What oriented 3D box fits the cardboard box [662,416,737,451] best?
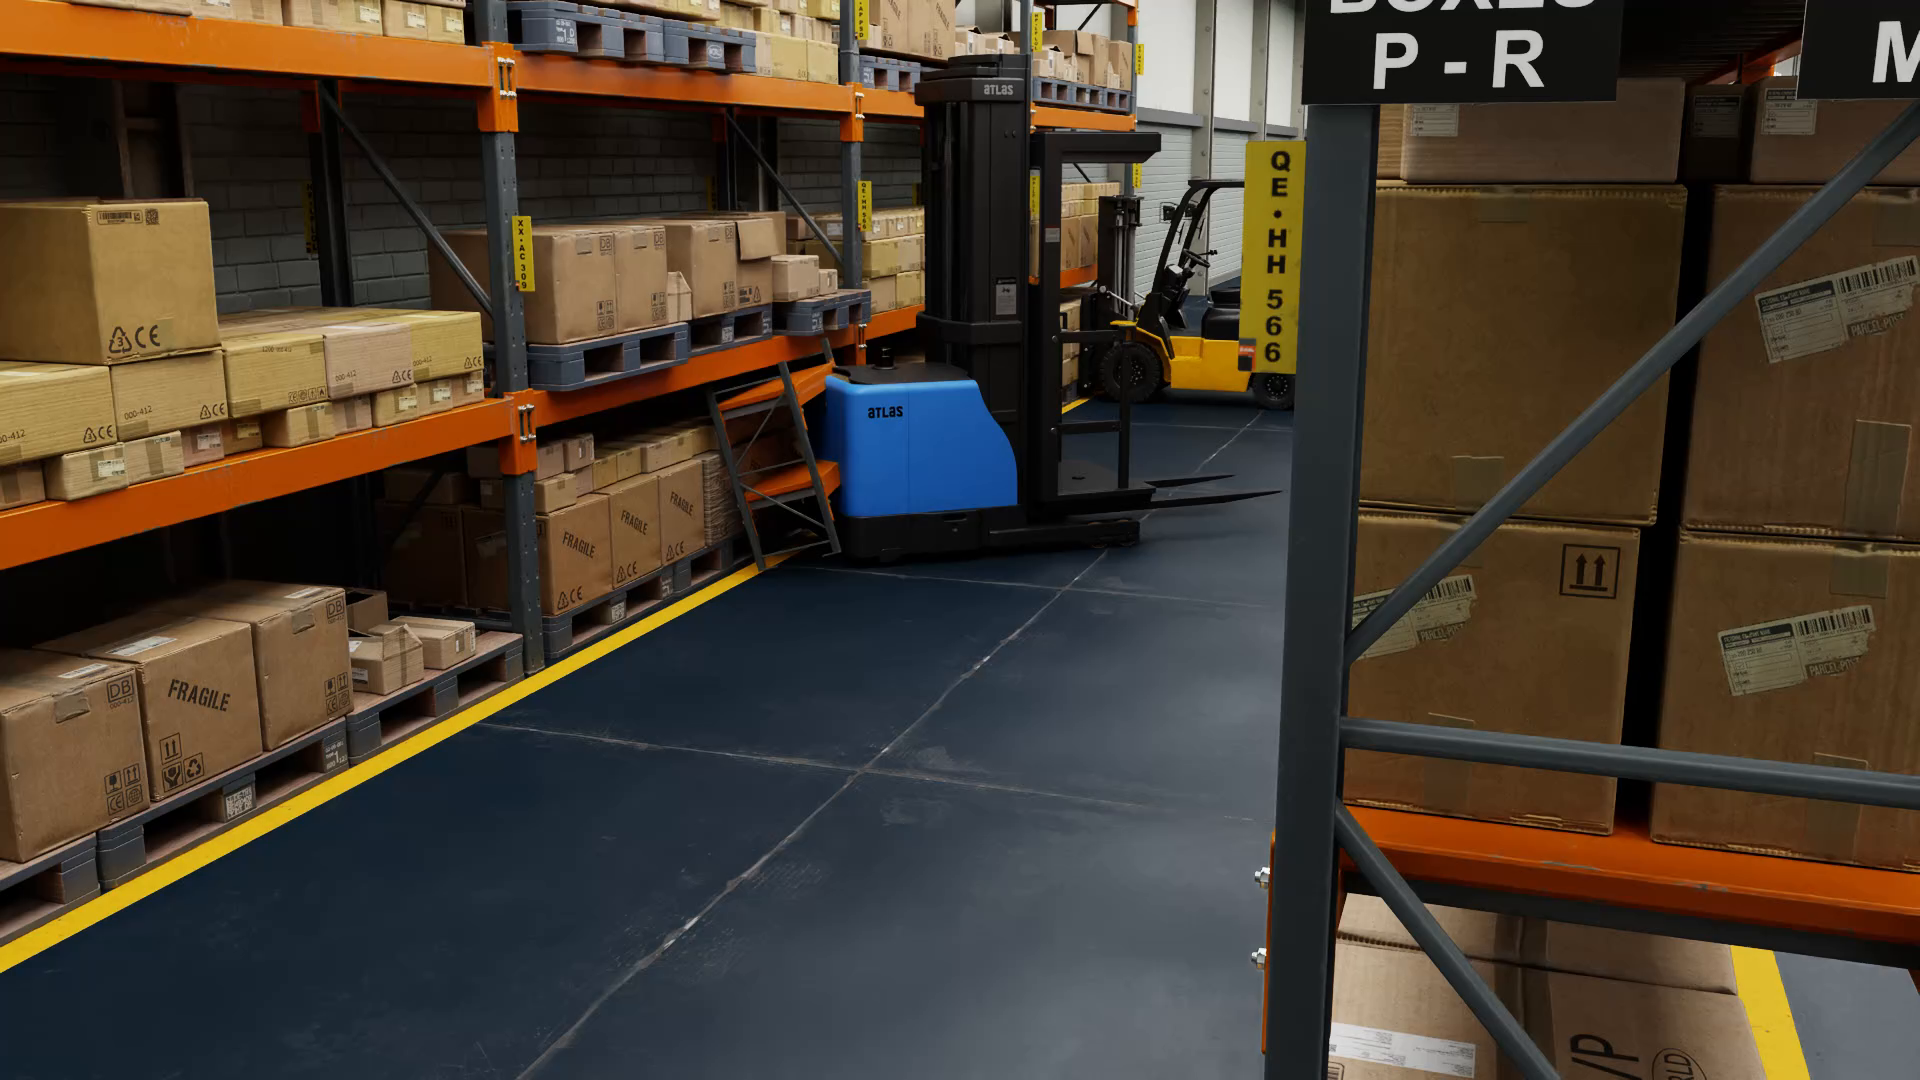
[{"bbox_3d":[-1.525,-0.622,9.688,0.380,0.149,0.250,4,13,16],"label":"cardboard box"}]

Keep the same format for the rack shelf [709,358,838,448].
[{"bbox_3d":[-1.060,-0.807,9.816,0.538,0.278,1.000,-13,12,12],"label":"rack shelf"}]

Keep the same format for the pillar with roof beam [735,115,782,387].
[{"bbox_3d":[2.493,-4.673,10.740,9.100,9.000,0.400,4,14,18],"label":"pillar with roof beam"}]

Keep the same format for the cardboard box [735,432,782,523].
[{"bbox_3d":[-1.421,-0.386,10.111,0.500,0.500,0.500,5,14,21],"label":"cardboard box"}]

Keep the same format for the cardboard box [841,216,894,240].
[{"bbox_3d":[-0.682,-2.186,11.643,0.380,0.149,0.250,5,14,20],"label":"cardboard box"}]

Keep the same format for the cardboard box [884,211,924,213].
[{"bbox_3d":[-0.367,-2.464,12.861,0.380,0.149,0.250,4,14,18],"label":"cardboard box"}]

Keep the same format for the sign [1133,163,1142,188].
[{"bbox_3d":[1.948,-4.042,18.320,0.100,0.325,0.005,4,14,18],"label":"sign"}]

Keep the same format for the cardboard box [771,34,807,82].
[{"bbox_3d":[-1.248,-2.877,9.948,0.500,0.250,0.500,4,14,19],"label":"cardboard box"}]

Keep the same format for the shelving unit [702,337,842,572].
[{"bbox_3d":[-0.984,-0.531,9.874,0.538,1.125,1.048,-13,12,12],"label":"shelving unit"}]

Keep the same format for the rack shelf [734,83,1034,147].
[{"bbox_3d":[-0.502,-3.252,12.870,1.077,0.370,4.000,4,14,18],"label":"rack shelf"}]

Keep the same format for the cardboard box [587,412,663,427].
[{"bbox_3d":[-1.981,-0.658,9.846,0.380,0.149,0.250,4,14,19],"label":"cardboard box"}]

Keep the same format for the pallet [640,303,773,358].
[{"bbox_3d":[-1.774,-1.216,9.505,1.003,0.211,1.213,4,14,18],"label":"pallet"}]

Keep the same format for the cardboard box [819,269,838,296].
[{"bbox_3d":[-0.999,-1.635,10.533,0.380,0.149,0.250,5,14,19],"label":"cardboard box"}]

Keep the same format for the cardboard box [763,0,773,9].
[{"bbox_3d":[-1.326,-3.196,9.782,0.380,0.149,0.250,4,13,18],"label":"cardboard box"}]

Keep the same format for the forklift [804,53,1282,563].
[{"bbox_3d":[0.582,-1.479,10.383,3.031,2.935,1.130,-5,14,-21],"label":"forklift"}]

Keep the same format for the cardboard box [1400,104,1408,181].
[{"bbox_3d":[0.946,-0.676,2.778,0.380,0.149,0.250,5,14,19],"label":"cardboard box"}]

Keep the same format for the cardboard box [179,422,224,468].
[{"bbox_3d":[-2.824,-0.346,5.825,0.380,0.149,0.250,4,14,18],"label":"cardboard box"}]

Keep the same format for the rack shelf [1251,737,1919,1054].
[{"bbox_3d":[1.607,0.251,4.262,1.077,0.370,4.000,4,14,18],"label":"rack shelf"}]

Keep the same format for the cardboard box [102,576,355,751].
[{"bbox_3d":[-2.801,0.462,6.399,0.700,0.500,0.500,4,13,16],"label":"cardboard box"}]

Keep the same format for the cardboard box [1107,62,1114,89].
[{"bbox_3d":[1.376,-4.804,17.188,0.396,0.266,0.258,4,14,19],"label":"cardboard box"}]

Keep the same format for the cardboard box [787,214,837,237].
[{"bbox_3d":[-1.115,-2.280,12.056,0.380,0.149,0.250,4,14,18],"label":"cardboard box"}]

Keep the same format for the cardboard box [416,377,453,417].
[{"bbox_3d":[-2.371,-0.613,6.996,0.380,0.149,0.250,5,14,20],"label":"cardboard box"}]

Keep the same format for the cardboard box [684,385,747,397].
[{"bbox_3d":[-1.613,-0.934,11.055,0.380,0.149,0.250,5,14,21],"label":"cardboard box"}]

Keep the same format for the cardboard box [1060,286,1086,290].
[{"bbox_3d":[1.105,-2.668,18.423,0.500,0.250,0.500,4,13,18],"label":"cardboard box"}]

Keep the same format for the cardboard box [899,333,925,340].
[{"bbox_3d":[-0.013,-1.498,14.702,0.875,0.625,0.625,5,14,21],"label":"cardboard box"}]

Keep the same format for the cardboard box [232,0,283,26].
[{"bbox_3d":[-2.656,-1.907,5.926,0.380,0.149,0.250,5,14,20],"label":"cardboard box"}]

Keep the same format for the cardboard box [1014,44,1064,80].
[{"bbox_3d":[0.645,-4.391,15.278,0.500,0.311,0.500,5,14,20],"label":"cardboard box"}]

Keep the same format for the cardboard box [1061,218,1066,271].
[{"bbox_3d":[0.688,-2.796,15.770,0.500,0.500,0.500,5,14,19],"label":"cardboard box"}]

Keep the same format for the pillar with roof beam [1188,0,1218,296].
[{"bbox_3d":[8.317,-8.463,27.345,9.100,9.000,0.400,4,14,18],"label":"pillar with roof beam"}]

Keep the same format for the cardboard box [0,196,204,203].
[{"bbox_3d":[-3.177,-1.020,6.199,0.500,0.500,0.500,4,13,17],"label":"cardboard box"}]

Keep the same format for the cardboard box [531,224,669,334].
[{"bbox_3d":[-1.908,-1.325,8.385,0.700,0.500,0.500,5,14,19],"label":"cardboard box"}]

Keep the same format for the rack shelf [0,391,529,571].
[{"bbox_3d":[-3.091,-0.105,5.824,1.077,0.370,4.000,4,14,18],"label":"rack shelf"}]

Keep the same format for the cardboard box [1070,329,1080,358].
[{"bbox_3d":[0.928,-1.960,16.447,0.500,0.250,0.500,4,14,18],"label":"cardboard box"}]

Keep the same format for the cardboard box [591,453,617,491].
[{"bbox_3d":[-1.987,-0.354,8.515,0.380,0.149,0.250,4,13,15],"label":"cardboard box"}]

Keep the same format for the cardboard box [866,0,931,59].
[{"bbox_3d":[-0.616,-3.732,11.965,0.700,0.500,0.500,4,13,17],"label":"cardboard box"}]

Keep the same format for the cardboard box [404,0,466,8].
[{"bbox_3d":[-2.363,-2.292,6.715,0.500,0.250,0.500,4,14,19],"label":"cardboard box"}]

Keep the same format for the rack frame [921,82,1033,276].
[{"bbox_3d":[0.145,-2.561,14.969,1.000,3.000,0.127,4,14,18],"label":"rack frame"}]

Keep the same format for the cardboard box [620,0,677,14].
[{"bbox_3d":[-1.642,-2.720,8.319,0.380,0.149,0.250,4,14,18],"label":"cardboard box"}]

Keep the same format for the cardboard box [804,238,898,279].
[{"bbox_3d":[-0.751,-1.964,11.564,0.500,0.250,0.500,4,14,18],"label":"cardboard box"}]

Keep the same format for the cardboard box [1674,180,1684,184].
[{"bbox_3d":[1.546,-0.404,3.046,0.500,0.500,0.500,4,13,17],"label":"cardboard box"}]

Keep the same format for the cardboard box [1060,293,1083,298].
[{"bbox_3d":[1.272,-2.421,17.342,0.500,0.250,0.500,5,14,19],"label":"cardboard box"}]

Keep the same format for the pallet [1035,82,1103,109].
[{"bbox_3d":[0.793,-4.418,16.562,1.003,0.211,1.213,4,14,18],"label":"pallet"}]

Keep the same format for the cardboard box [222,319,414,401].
[{"bbox_3d":[-2.526,-0.717,6.559,0.500,0.250,0.500,4,14,19],"label":"cardboard box"}]

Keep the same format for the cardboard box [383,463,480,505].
[{"bbox_3d":[-2.597,-0.277,8.179,0.380,0.149,0.250,4,13,16],"label":"cardboard box"}]

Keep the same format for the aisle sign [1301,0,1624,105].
[{"bbox_3d":[0.644,-0.953,2.079,0.394,0.787,0.004,4,14,18],"label":"aisle sign"}]

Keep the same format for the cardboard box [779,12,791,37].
[{"bbox_3d":[-1.248,-3.104,10.047,0.380,0.149,0.250,5,14,20],"label":"cardboard box"}]

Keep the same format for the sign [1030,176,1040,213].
[{"bbox_3d":[0.662,-3.050,14.687,0.100,0.325,0.005,4,14,18],"label":"sign"}]

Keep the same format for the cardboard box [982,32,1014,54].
[{"bbox_3d":[0.141,-4.064,13.843,0.500,0.311,0.500,4,13,17],"label":"cardboard box"}]

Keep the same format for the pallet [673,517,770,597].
[{"bbox_3d":[-1.823,0.051,9.791,1.003,0.211,1.213,4,14,18],"label":"pallet"}]

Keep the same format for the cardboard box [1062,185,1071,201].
[{"bbox_3d":[0.871,-3.394,16.266,0.380,0.149,0.250,4,14,18],"label":"cardboard box"}]
